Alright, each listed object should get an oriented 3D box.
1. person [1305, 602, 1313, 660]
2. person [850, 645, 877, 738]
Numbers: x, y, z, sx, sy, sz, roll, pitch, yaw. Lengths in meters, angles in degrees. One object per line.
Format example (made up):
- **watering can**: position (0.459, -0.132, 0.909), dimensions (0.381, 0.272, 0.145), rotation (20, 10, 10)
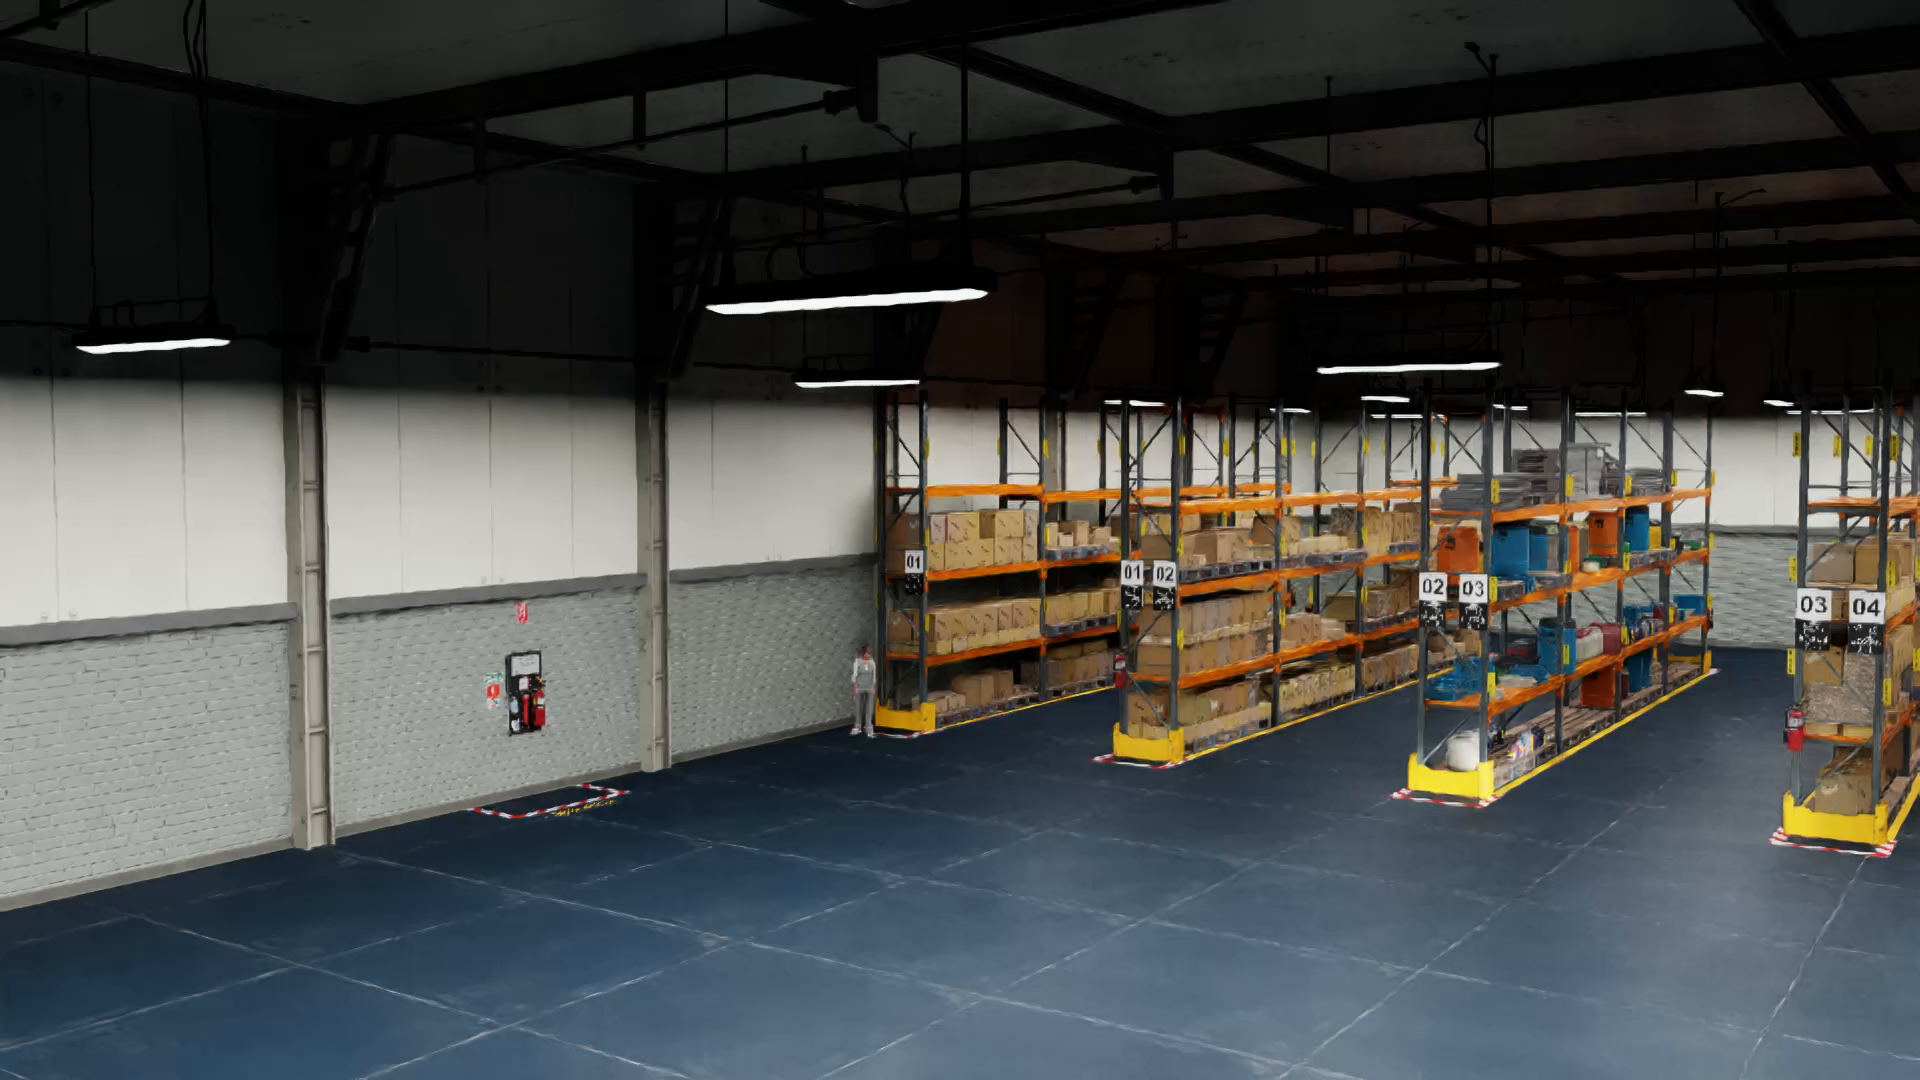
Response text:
- **person**: position (7.656, 2.186, 36.538), dimensions (0.465, 1.557, 0.449), rotation (-1, 3, -24)
- **person**: position (-1.670, 2.610, 28.857), dimensions (0.458, 1.601, 0.493), rotation (-1, 3, -13)
